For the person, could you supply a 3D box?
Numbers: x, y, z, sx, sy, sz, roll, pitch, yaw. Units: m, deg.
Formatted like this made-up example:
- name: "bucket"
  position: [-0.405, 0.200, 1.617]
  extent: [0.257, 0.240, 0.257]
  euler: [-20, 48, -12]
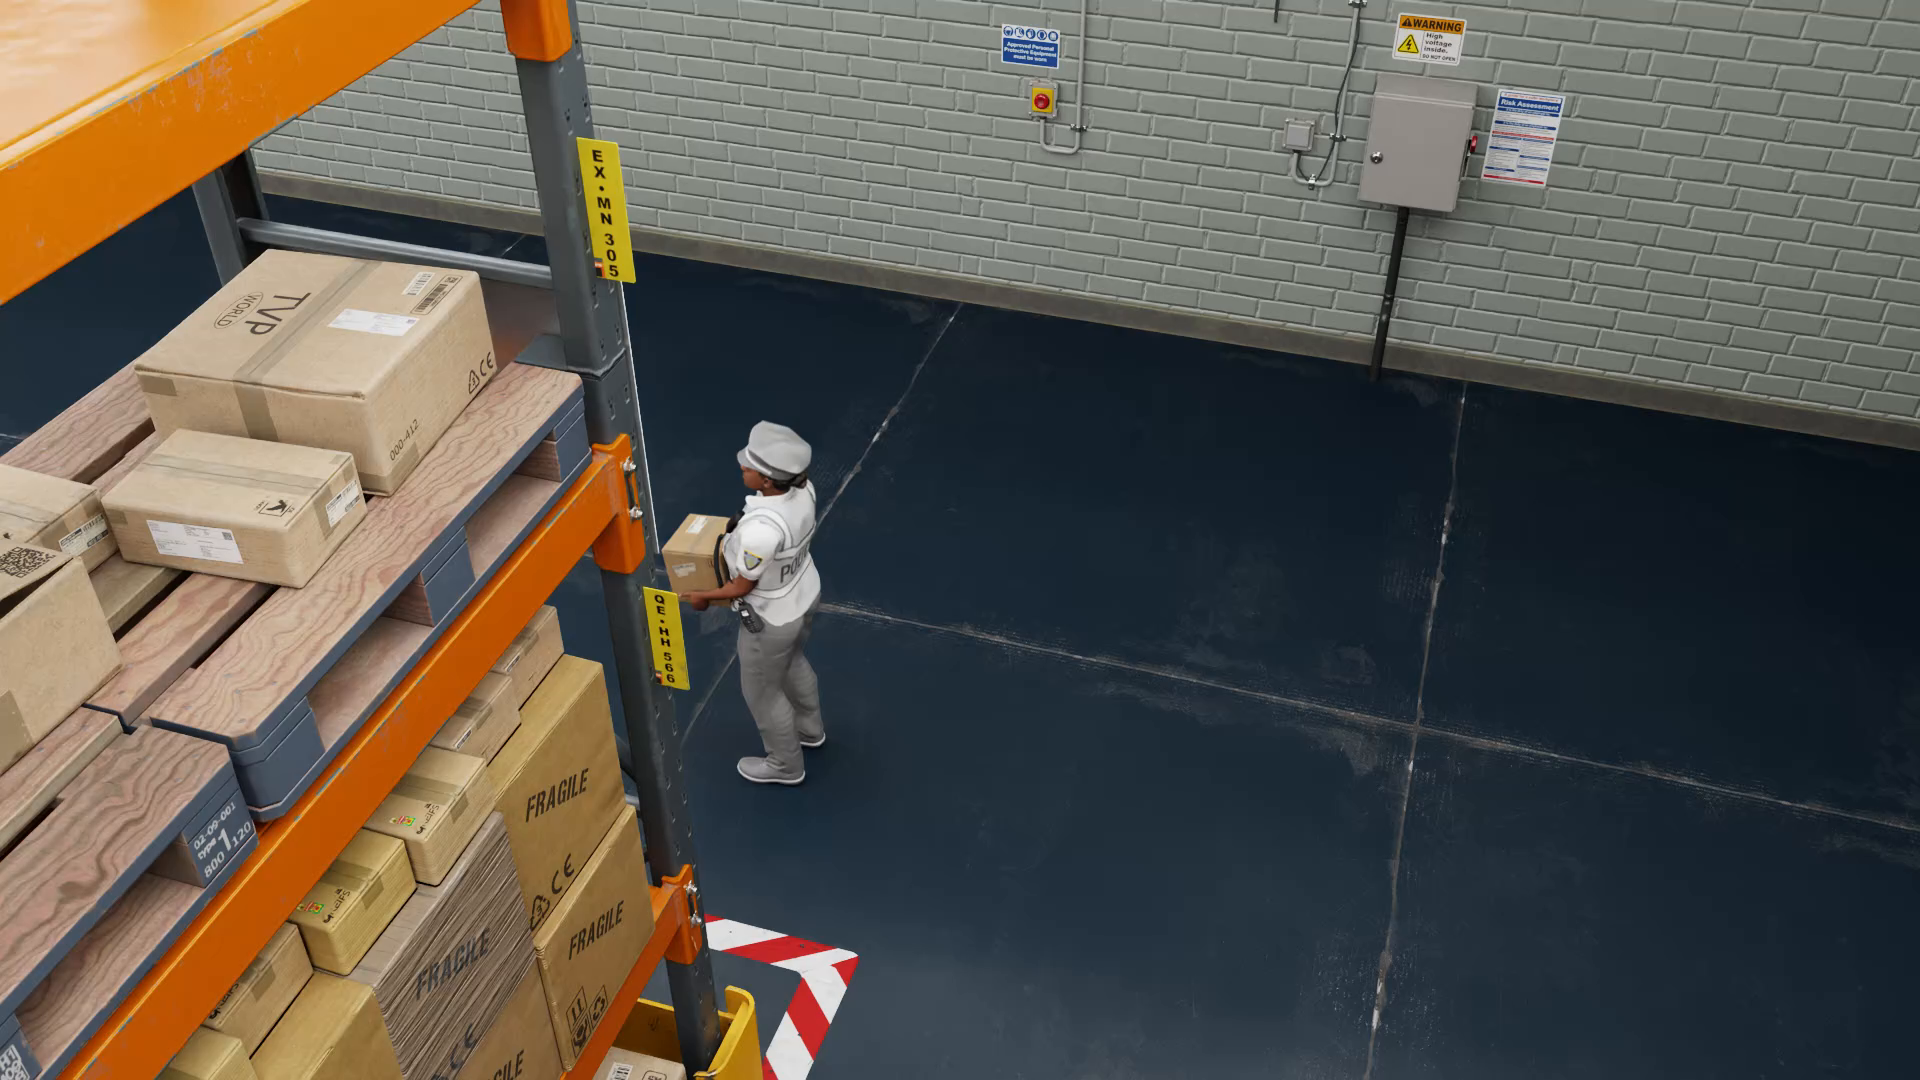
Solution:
- name: "person"
  position: [-0.799, 0.239, 6.556]
  extent: [0.535, 1.687, 0.450]
  euler: [12, 39, 15]
